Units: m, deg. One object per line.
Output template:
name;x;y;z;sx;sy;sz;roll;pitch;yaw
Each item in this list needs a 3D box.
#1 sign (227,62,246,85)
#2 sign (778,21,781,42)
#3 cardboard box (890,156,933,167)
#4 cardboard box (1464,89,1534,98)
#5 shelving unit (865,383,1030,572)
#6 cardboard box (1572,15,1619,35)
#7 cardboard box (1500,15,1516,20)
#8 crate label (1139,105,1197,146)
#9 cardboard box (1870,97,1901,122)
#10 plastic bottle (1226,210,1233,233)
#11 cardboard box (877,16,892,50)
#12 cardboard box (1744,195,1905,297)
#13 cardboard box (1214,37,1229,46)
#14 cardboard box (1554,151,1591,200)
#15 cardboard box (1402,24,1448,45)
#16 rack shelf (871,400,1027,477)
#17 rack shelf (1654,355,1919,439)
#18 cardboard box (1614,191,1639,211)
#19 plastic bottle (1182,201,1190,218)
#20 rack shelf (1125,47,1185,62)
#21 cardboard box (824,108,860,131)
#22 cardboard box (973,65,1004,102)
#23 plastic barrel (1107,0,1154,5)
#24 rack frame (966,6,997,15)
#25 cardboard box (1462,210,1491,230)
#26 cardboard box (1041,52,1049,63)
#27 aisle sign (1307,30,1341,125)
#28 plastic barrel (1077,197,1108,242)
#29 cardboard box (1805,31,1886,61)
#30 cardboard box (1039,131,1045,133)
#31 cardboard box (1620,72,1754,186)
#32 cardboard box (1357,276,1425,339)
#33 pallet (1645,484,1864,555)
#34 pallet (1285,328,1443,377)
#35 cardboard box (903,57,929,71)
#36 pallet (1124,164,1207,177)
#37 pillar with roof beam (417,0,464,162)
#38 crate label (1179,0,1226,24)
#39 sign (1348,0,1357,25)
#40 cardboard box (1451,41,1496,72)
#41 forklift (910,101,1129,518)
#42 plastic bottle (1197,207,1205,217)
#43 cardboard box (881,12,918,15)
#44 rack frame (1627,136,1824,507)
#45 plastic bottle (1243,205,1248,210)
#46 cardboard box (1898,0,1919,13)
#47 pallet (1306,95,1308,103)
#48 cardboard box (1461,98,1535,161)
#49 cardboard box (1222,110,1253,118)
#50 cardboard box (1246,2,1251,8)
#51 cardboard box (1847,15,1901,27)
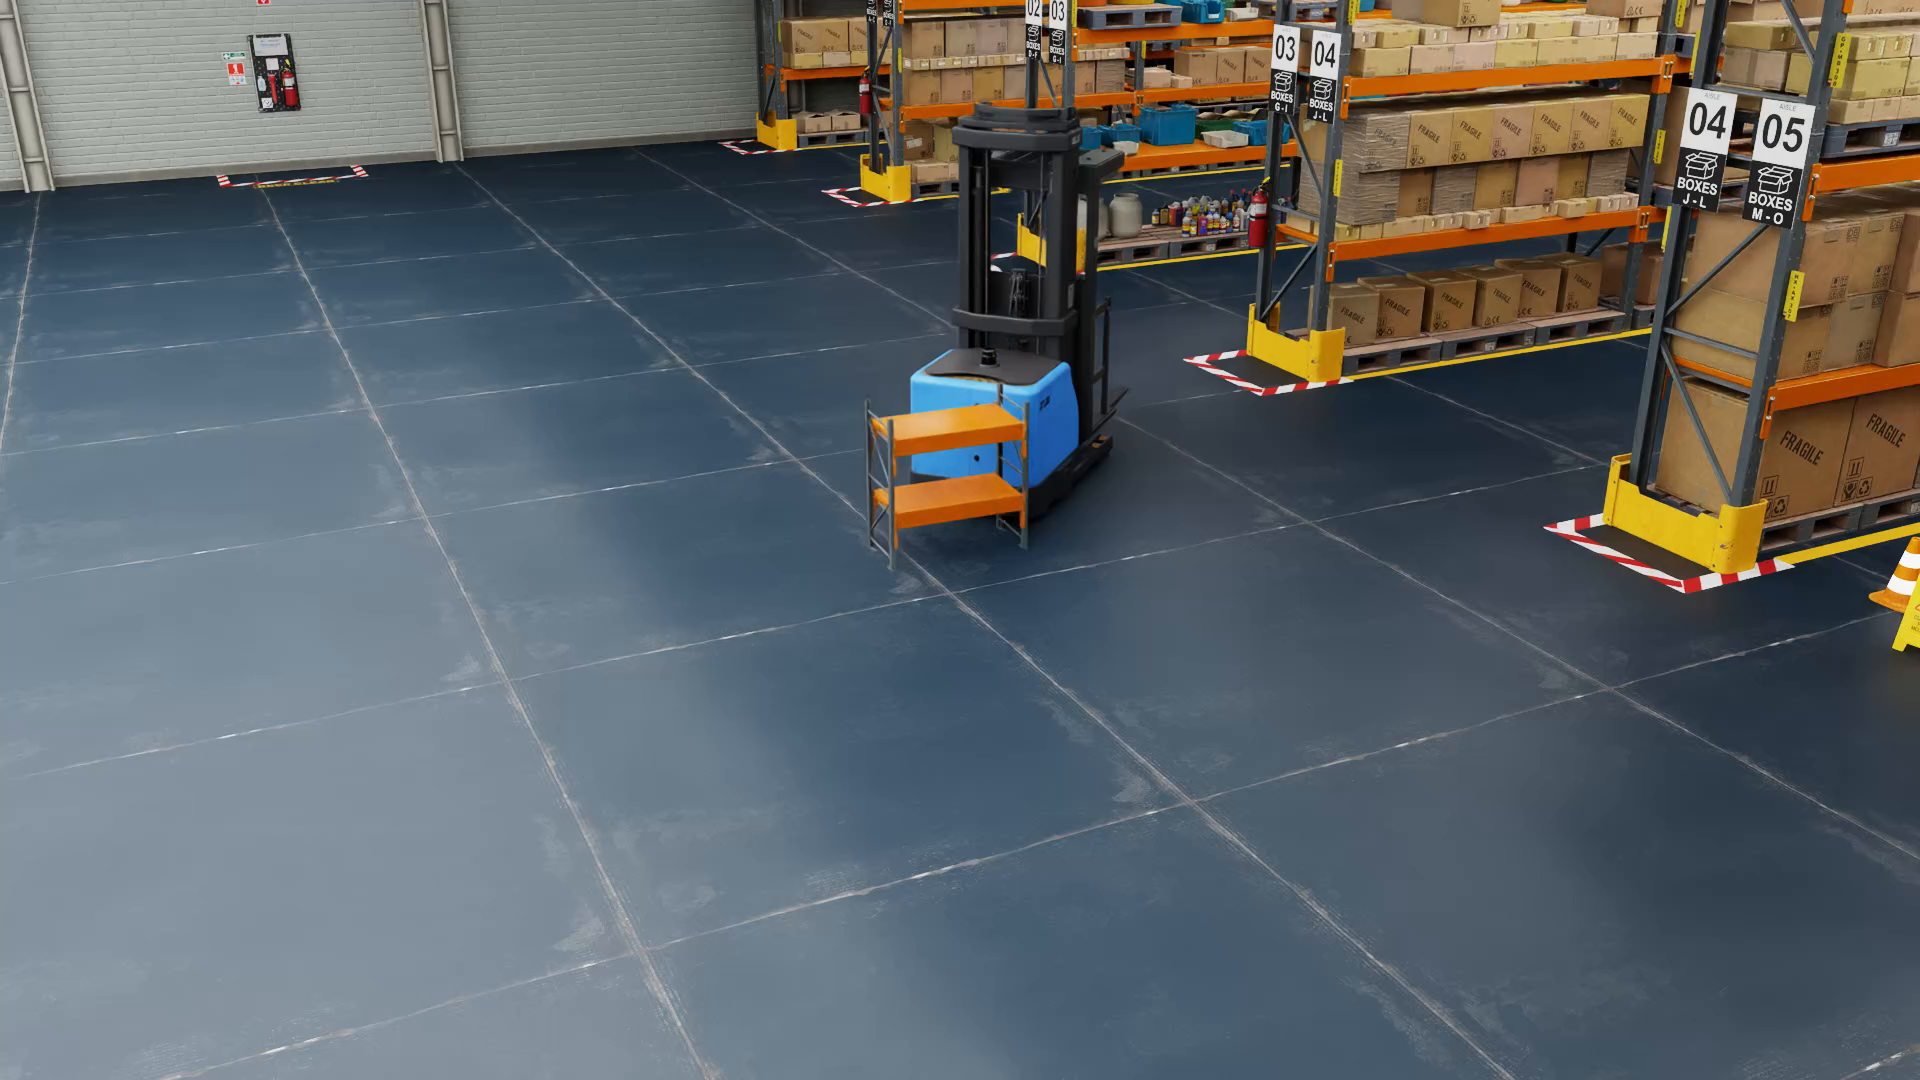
sign;-11.170;-7.198;25.671;0.234;0.329;0.001;-10;25;-24
sign;-2.997;-8.429;27.559;0.005;0.325;0.100;-10;25;-24
cardboard box;-0.726;-5.624;24.960;0.500;0.250;0.500;-10;25;-24
cardboard box;5.400;-4.251;16.770;0.500;0.500;0.500;-10;25;-24
shelving unit;-0.090;-0.457;11.885;1.048;1.125;0.538;-9;24;-21
cardboard box;6.180;-5.021;16.211;0.250;0.149;0.380;-12;25;-26
cardboard box;5.231;-5.082;16.358;0.250;0.149;0.380;-11;25;-25
crate label;2.605;-5.216;20.884;0.616;0.435;0.502;-10;25;-24
cardboard box;5.950;-2.868;10.982;0.250;0.149;0.380;-10;25;-23
plastic bottle;3.415;-4.045;21.091;0.097;0.271;0.097;0;22;0
cardboard box;-1.294;-8.730;28.607;0.500;0.500;0.500;-10;24;-22
cardboard box;6.079;-2.108;11.813;0.550;0.550;0.875;-10;25;-24
cardboard box;4.880;-9.464;31.495;0.250;0.149;0.380;-10;24;-22
cardboard box;5.918;-3.818;17.031;0.500;0.500;0.875;-10;25;-24
cardboard box;4.287;-4.676;15.378;0.250;0.149;0.380;-9;24;-21
rack shelf;-0.090;-0.728;11.773;1.000;0.278;0.538;-9;24;-21
rack shelf;7.074;-1.368;12.573;4.000;0.370;1.077;-10;25;-24
cardboard box;6.750;-3.505;17.124;0.250;0.149;0.380;-10;25;-24
plastic bottle;2.893;-4.257;21.599;0.135;0.276;0.152;-11;25;-25
rack shelf;2.174;-8.879;30.718;4.000;0.370;1.077;-10;25;-24
cardboard box;-2.056;-7.355;29.037;0.500;0.311;0.500;-8;24;-19
cardboard box;0.266;-6.798;24.619;0.500;0.500;0.700;-10;25;-23
plastic barrel;2.036;-6.701;19.800;0.600;0.588;0.600;0;22;0
rack frame;0.372;-8.879;29.779;0.127;3.000;1.000;-10;25;-24
cardboard box;4.966;-3.159;16.288;0.250;0.149;0.380;-10;25;-24
cardboard box;1.227;-7.190;24.718;0.250;0.149;0.380;-10;24;-22
aisle sign;3.286;-4.182;15.032;0.004;0.787;0.394;-10;25;-24
plastic barrel;1.624;-3.982;20.651;0.421;0.512;0.421;0;22;0
cardboard box;5.711;-3.193;10.725;0.250;0.149;0.380;-10;25;-23
cardboard box;1.296;-6.127;25.196;0.500;0.500;0.500;-10;25;-24
cardboard box;7.593;-4.313;17.414;1.000;1.000;1.000;-10;25;-23
cardboard box;4.306;-2.342;16.706;0.500;0.500;0.500;-4;23;-10
pallet;5.959;-0.240;12.553;1.213;0.211;1.003;-10;25;-24
pallet;4.028;-1.941;16.664;1.213;0.211;1.003;-10;25;-24
cardboard box;-0.634;-6.846;23.888;0.250;0.149;0.380;-11;25;-24
pallet;3.170;-6.020;26.517;1.213;0.211;1.003;-10;25;-24
pillar with roof beam;-6.516;-8.923;22.041;0.400;9.000;9.100;-10;25;-24
crate label;2.894;-6.315;19.857;0.408;0.251;0.502;-10;25;-24
sign;3.448;-4.697;14.612;0.005;0.325;0.100;-10;25;-24
cardboard box;4.669;-4.571;15.644;0.500;0.250;0.500;-11;25;-24
forklift;0.640;-2.048;13.365;1.130;2.935;3.031;9;24;20
plastic bottle;3.132;-4.217;21.600;0.097;0.201;0.097;0;22;0
cardboard box;-1.062;-8.994;29.246;0.500;0.500;0.500;-10;24;-22
rack frame;5.272;-1.369;11.634;0.127;3.000;1.000;-10;25;-24
plastic bottle;3.682;-4.153;21.337;0.133;0.283;0.061;-10;25;-24
cardboard box;10.099;-5.919;17.922;0.500;0.500;0.500;-10;24;-22
pallet;6.918;-8.764;33.146;1.213;0.211;1.003;-10;25;-24
cardboard box;5.177;-3.987;16.132;0.500;0.500;0.500;-10;25;-24
cardboard box;4.598;-6.859;27.212;0.500;0.311;0.500;-11;25;-25
cardboard box;5.430;-10.242;31.545;0.500;0.250;0.500;-10;25;-23
cardboard box;6.343;-3.588;11.680;0.250;0.149;0.380;-10;25;-23
